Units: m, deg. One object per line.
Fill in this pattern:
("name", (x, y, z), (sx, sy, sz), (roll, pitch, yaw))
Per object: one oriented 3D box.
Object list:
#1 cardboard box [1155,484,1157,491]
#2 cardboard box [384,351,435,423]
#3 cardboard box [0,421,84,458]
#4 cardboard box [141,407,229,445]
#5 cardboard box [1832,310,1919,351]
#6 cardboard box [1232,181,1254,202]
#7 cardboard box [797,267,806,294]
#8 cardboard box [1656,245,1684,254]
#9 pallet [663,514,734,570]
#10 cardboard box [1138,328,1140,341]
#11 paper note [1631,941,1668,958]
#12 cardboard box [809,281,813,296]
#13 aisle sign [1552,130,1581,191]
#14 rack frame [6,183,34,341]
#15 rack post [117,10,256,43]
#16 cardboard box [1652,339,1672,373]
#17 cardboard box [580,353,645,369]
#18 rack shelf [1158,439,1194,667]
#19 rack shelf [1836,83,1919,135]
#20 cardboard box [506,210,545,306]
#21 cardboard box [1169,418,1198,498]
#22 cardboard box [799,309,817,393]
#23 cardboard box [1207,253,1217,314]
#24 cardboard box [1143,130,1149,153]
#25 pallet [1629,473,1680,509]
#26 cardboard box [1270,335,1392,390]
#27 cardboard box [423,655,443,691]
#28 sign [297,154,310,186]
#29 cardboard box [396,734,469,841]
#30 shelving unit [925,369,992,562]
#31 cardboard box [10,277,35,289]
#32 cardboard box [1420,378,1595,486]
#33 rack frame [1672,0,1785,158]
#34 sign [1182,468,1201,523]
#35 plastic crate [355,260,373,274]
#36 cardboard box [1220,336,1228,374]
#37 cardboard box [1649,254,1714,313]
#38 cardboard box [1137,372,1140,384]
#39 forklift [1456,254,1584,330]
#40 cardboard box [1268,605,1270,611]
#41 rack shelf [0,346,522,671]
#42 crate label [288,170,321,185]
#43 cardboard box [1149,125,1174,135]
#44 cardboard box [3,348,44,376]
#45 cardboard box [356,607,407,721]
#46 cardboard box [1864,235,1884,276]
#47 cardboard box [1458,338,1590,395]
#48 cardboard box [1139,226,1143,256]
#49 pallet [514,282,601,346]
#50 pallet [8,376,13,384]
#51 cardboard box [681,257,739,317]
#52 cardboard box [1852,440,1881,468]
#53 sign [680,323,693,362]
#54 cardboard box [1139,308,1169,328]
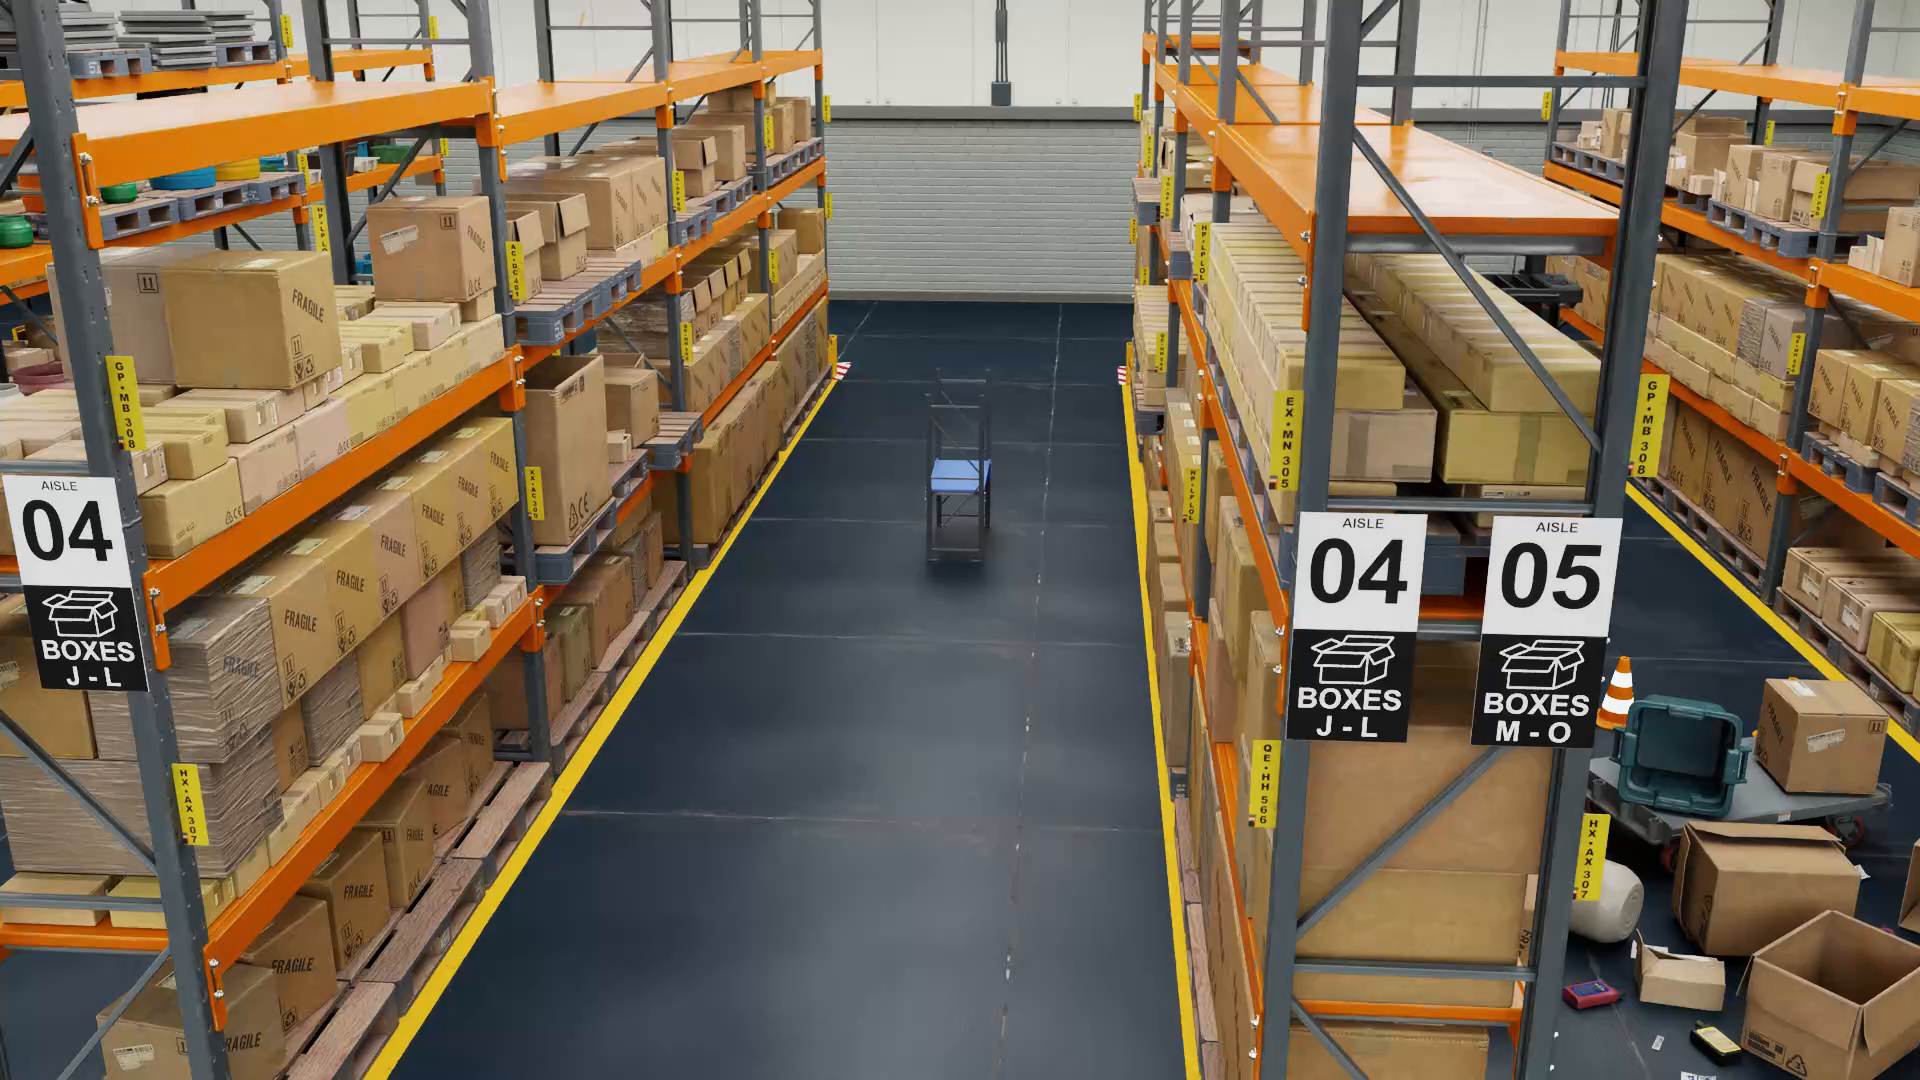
("cardboard box", (1.939, -0.196, 14.372), (0.500, 0.500, 0.500), (1, 18, 4))
("cardboard box", (-2.925, -0.760, 8.177), (0.500, 0.250, 0.500), (1, 18, 4))
("cardboard box", (-3.516, -0.347, 6.274), (0.380, 0.149, 0.250), (1, 18, 2))
("cardboard box", (-3.100, -0.415, 6.483), (0.380, 0.149, 0.250), (1, 18, 3))
("cardboard box", (7.377, -1.566, 13.444), (0.500, 0.500, 0.500), (1, 18, 2))
("cardboard box", (2.459, -2.619, 13.447), (0.500, 0.500, 0.500), (1, 18, 4))
("cardboard box", (-2.090, -3.037, 19.465), (0.500, 0.250, 0.500), (1, 18, 4))
("cardboard box", (7.143, -2.813, 17.251), (0.500, 0.500, 0.500), (1, 18, 3))
("pallet", (-2.655, -0.034, 15.016), (1.003, 0.211, 1.213), (1, 18, 4))
("cardboard box", (1.864, -1.918, 15.539), (0.380, 0.149, 0.250), (1, 18, 3))
("paper note", (3.594, 2.145, 8.666), (0.172, 0.023, 0.155), (8, 20, 23))
("cardboard box", (-1.982, -3.046, 20.134), (0.380, 0.149, 0.250), (1, 18, 3))
("aisle sign", (7.387, -4.644, 20.431), (0.394, 0.787, 0.004), (1, 18, 4))
("rack frame", (-12.094, -3.823, 22.101), (1.000, 3.000, 0.127), (1, 18, 4))
("rack post", (-7.532, -5.023, 16.250), (0.937, 0.300, 0.954), (1, 18, 3))
("cardboard box", (7.054, -1.775, 16.090), (0.500, 0.250, 0.500), (1, 18, 3))
("cardboard box", (-2.786, -1.195, 13.244), (0.500, 0.500, 0.500), (-1, 18, -3))
("rack shelf", (2.010, -0.011, 11.622), (1.077, 0.370, 4.000), (1, 18, 4))
("rack shelf", (6.954, -2.593, 10.509), (1.077, 0.370, 4.000), (1, 18, 4))
("cardboard box", (-2.941, -1.692, 9.939), (0.797, 0.503, 0.637), (0, 18, 1))
("cardboard box", (1.781, -0.574, 12.023), (0.500, 0.500, 0.500), (1, 18, 4))
("cardboard box", (-2.245, -2.308, 20.213), (0.875, 0.875, 0.875), (1, 18, 4))
("cardboard box", (1.552, -1.329, 8.599), (0.500, 0.250, 0.500), (1, 18, 4))
("cardboard box", (2.316, -4.444, 18.616), (0.500, 0.250, 0.500), (1, 18, 2))
("pallet", (7.404, -0.571, 16.654), (1.003, 0.211, 1.213), (1, 18, 4))
("cardboard box", (1.284, -0.611, 5.769), (0.380, 0.149, 0.250), (1, 18, 4))
("cardboard box", (-2.935, 0.706, 8.682), (0.380, 0.149, 0.250), (1, 18, 4))
("sign", (-6.892, -3.886, 17.461), (0.100, 0.325, 0.005), (1, 18, 4))
("cardboard box", (-3.176, 1.416, 9.452), (0.500, 0.500, 0.500), (7, 20, 21))
("shelving unit", (-0.006, -0.686, 14.936), (0.538, 1.500, 1.048), (1, 18, 4))
("cardboard box", (-11.930, -3.410, 20.678), (0.500, 0.500, 0.500), (1, 18, 4))
("cardboard box", (1.870, -0.376, 5.692), (0.500, 0.250, 0.500), (1, 18, 4))
("rack frame", (7.384, -4.988, 16.022), (1.000, 3.000, 0.127), (1, 18, 4))
("sign", (1.324, -0.254, 9.475), (0.100, 0.325, 0.005), (1, 18, 4))
("plastic crate", (-7.547, -3.387, 20.941), (0.416, 0.233, 0.300), (1, 18, 4))
("cardboard box", (1.430, -0.864, 7.819), (0.380, 0.149, 0.250), (1, 18, 3))
("cardboard box", (7.066, -2.530, 16.387), (0.500, 0.500, 0.500), (1, 18, 5))
("cardboard box", (2.226, -1.867, 19.080), (0.380, 0.149, 0.250), (1, 18, 2))
("forklift", (4.549, -1.207, 14.227), (1.130, 2.935, 3.031), (2, 18, 5))
("cardboard box", (1.768, 0.468, 7.030), (0.875, 0.550, 0.550), (1, 18, 4))
("rack shelf", (-3.217, -0.336, 7.798), (1.077, 0.370, 4.000), (1, 18, 4))
("crate label", (-7.117, -3.915, 17.987), (0.293, 0.136, 0.466), (1, 18, 4))
("cardboard box", (2.174, -4.260, 17.415), (0.380, 0.149, 0.250), (1, 18, 4))
("cardboard box", (-11.985, -2.257, 21.030), (0.500, 0.250, 0.500), (1, 18, 4))
("cardboard box", (-3.251, 0.542, 8.141), (0.875, 0.500, 0.500), (1, 18, 4))
("cardboard box", (6.887, -2.083, 12.190), (0.396, 0.266, 0.258), (1, 18, 4))
("cardboard box", (1.940, -0.596, 5.722), (0.380, 0.149, 0.250), (1, 18, 4))
("cardboard box", (2.307, -3.513, 18.910), (0.500, 0.500, 0.500), (1, 18, 2))
("pallet", (-2.923, -1.400, 10.188), (1.213, 0.211, 1.003), (1, 18, 4))
("pallet", (-12.246, -1.849, 20.554), (1.003, 0.211, 1.213), (1, 18, 4))
("cardboard box", (-2.599, -2.471, 16.204), (0.797, 0.503, 0.637), (1, 18, 5))
("cardboard box", (6.729, -0.623, 12.062), (0.380, 0.149, 0.250), (1, 18, 4))
("sign", (-2.245, -1.620, 13.644), (0.100, 0.325, 0.005), (1, 18, 4))
("cardboard box", (1.861, -2.066, 15.511), (0.380, 0.149, 0.250), (2, 18, 6))
